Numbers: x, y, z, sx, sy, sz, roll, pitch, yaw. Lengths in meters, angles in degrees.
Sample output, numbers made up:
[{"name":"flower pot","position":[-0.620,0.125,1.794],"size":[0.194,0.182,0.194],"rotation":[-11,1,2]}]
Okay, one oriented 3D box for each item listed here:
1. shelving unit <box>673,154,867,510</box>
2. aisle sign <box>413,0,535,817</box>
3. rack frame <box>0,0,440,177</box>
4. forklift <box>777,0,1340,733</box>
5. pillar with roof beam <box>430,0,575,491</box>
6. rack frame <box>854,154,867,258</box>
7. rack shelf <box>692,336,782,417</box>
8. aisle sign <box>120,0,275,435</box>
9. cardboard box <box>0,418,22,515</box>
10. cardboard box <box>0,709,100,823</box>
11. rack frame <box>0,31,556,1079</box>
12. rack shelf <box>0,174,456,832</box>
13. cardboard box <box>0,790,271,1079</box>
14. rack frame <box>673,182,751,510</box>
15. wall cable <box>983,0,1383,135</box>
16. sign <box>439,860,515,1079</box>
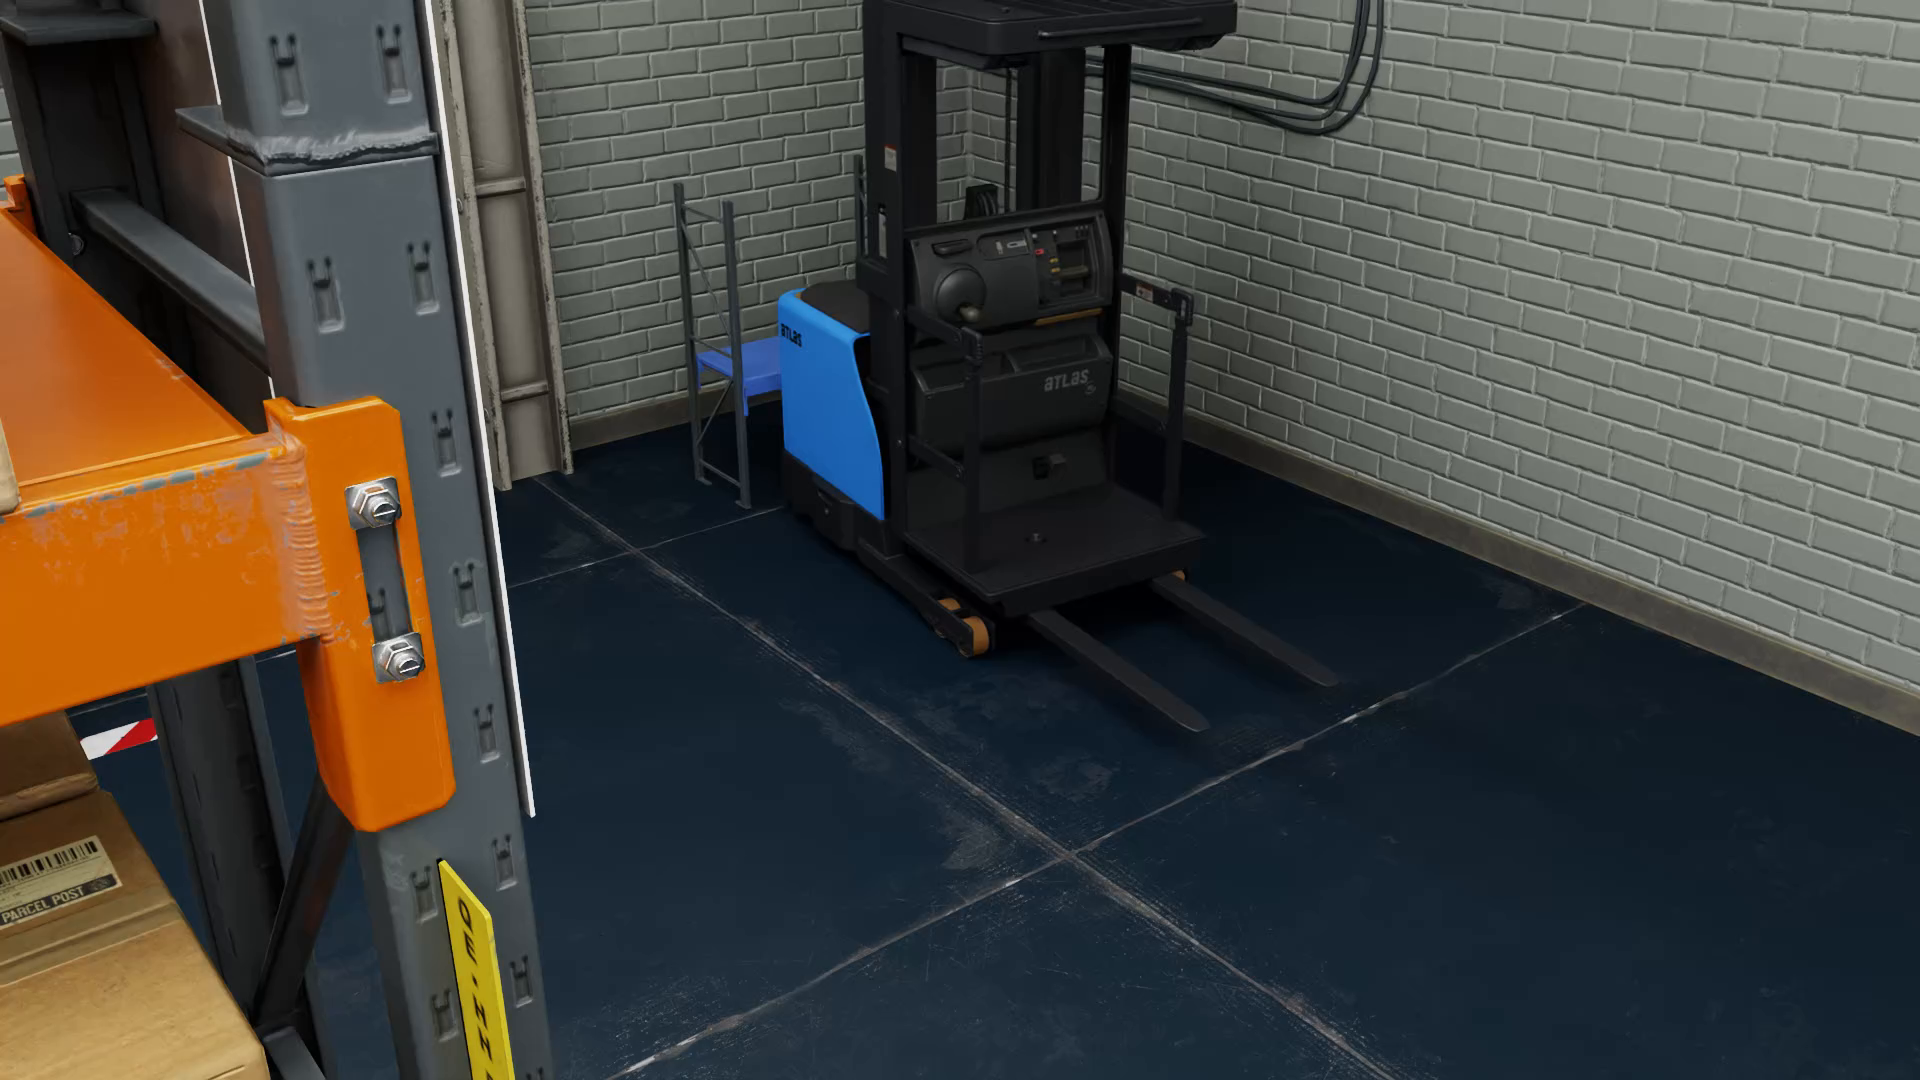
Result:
[{"name":"shelving unit","position":[-0.775,-1.043,8.214],"size":[1.048,1.500,0.538],"rotation":[-18,30,-33]},{"name":"aisle sign","position":[-0.506,-0.173,1.472],"size":[0.004,0.787,0.394],"rotation":[-18,31,-34]},{"name":"rack frame","position":[-0.749,-1.799,0.937],"size":[0.127,3.000,1.000],"rotation":[-18,31,-34]},{"name":"forklift","position":[0.331,-1.077,6.589],"size":[1.130,2.935,3.031],"rotation":[-14,28,-28]},{"name":"pillar with roof beam","position":[0.439,-3.001,3.527],"size":[0.400,9.000,9.100],"rotation":[-18,31,-34]},{"name":"rack frame","position":[-0.371,-1.173,8.493],"size":[0.032,1.500,0.500],"rotation":[-18,30,-33]},{"name":"rack shelf","position":[-0.775,-0.880,8.289],"size":[1.000,0.185,0.538],"rotation":[-18,30,-33]},{"name":"aisle sign","position":[-0.876,-0.372,1.900],"size":[0.004,0.787,0.394],"rotation":[-18,31,-34]},{"name":"cardboard box","position":[-0.990,-0.150,1.124],"size":[0.500,0.250,0.500],"rotation":[-18,31,-34]},{"name":"cardboard box","position":[-1.260,0.451,1.908],"size":[0.500,0.500,0.500],"rotation":[-17,30,-33]},{"name":"rack frame","position":[-0.749,0.922,2.200],"size":[0.127,3.000,1.000],"rotation":[-18,31,-34]},{"name":"rack shelf","position":[-2.322,0.407,0.600],"size":[4.000,0.370,1.077],"rotation":[-18,31,-34]},{"name":"cardboard box","position":[-0.929,0.630,1.523],"size":[0.500,0.500,0.500],"rotation":[-19,31,-34]},{"name":"rack frame","position":[-1.179,-0.913,7.934],"size":[0.032,1.500,0.500],"rotation":[-18,30,-33]},{"name":"wall cable","position":[0.863,-3.381,8.035],"size":[0.112,2.526,3.097],"rotation":[-18,31,-34]},{"name":"sign","position":[-0.422,0.443,1.482],"size":[0.005,0.325,0.100],"rotation":[-18,31,-34]}]
